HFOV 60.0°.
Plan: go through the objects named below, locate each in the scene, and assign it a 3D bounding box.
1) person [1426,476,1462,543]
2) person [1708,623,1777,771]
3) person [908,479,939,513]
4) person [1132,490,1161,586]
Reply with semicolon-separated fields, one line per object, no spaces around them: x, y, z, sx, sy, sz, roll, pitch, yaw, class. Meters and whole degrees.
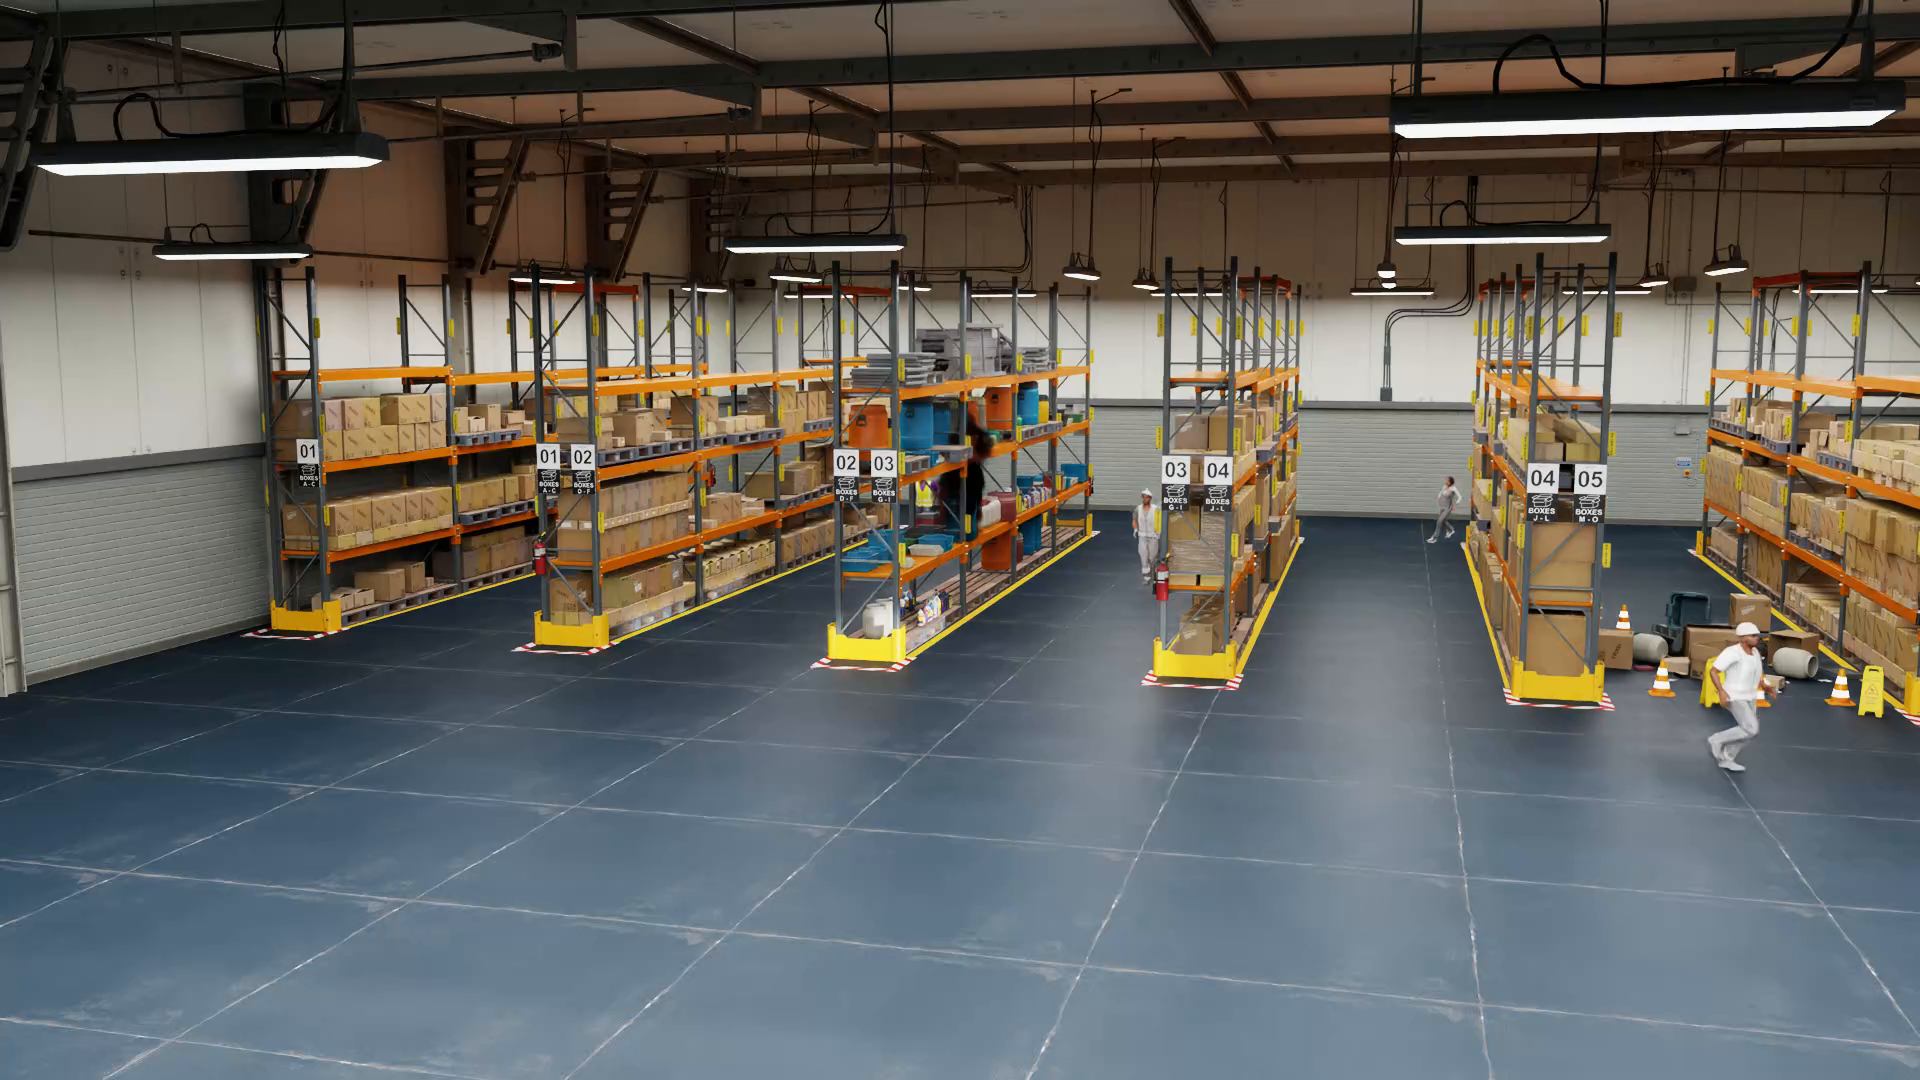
11.379;-0.715;38.885;0.874;1.562;0.602;-3;8;-25;person
8.847;1.778;18.786;0.690;1.710;0.621;-5;9;-32;person
-0.858;-0.769;38.726;0.717;1.742;0.872;1;7;7;person
3.493;-0.049;30.693;0.659;1.767;0.675;3;8;20;person
